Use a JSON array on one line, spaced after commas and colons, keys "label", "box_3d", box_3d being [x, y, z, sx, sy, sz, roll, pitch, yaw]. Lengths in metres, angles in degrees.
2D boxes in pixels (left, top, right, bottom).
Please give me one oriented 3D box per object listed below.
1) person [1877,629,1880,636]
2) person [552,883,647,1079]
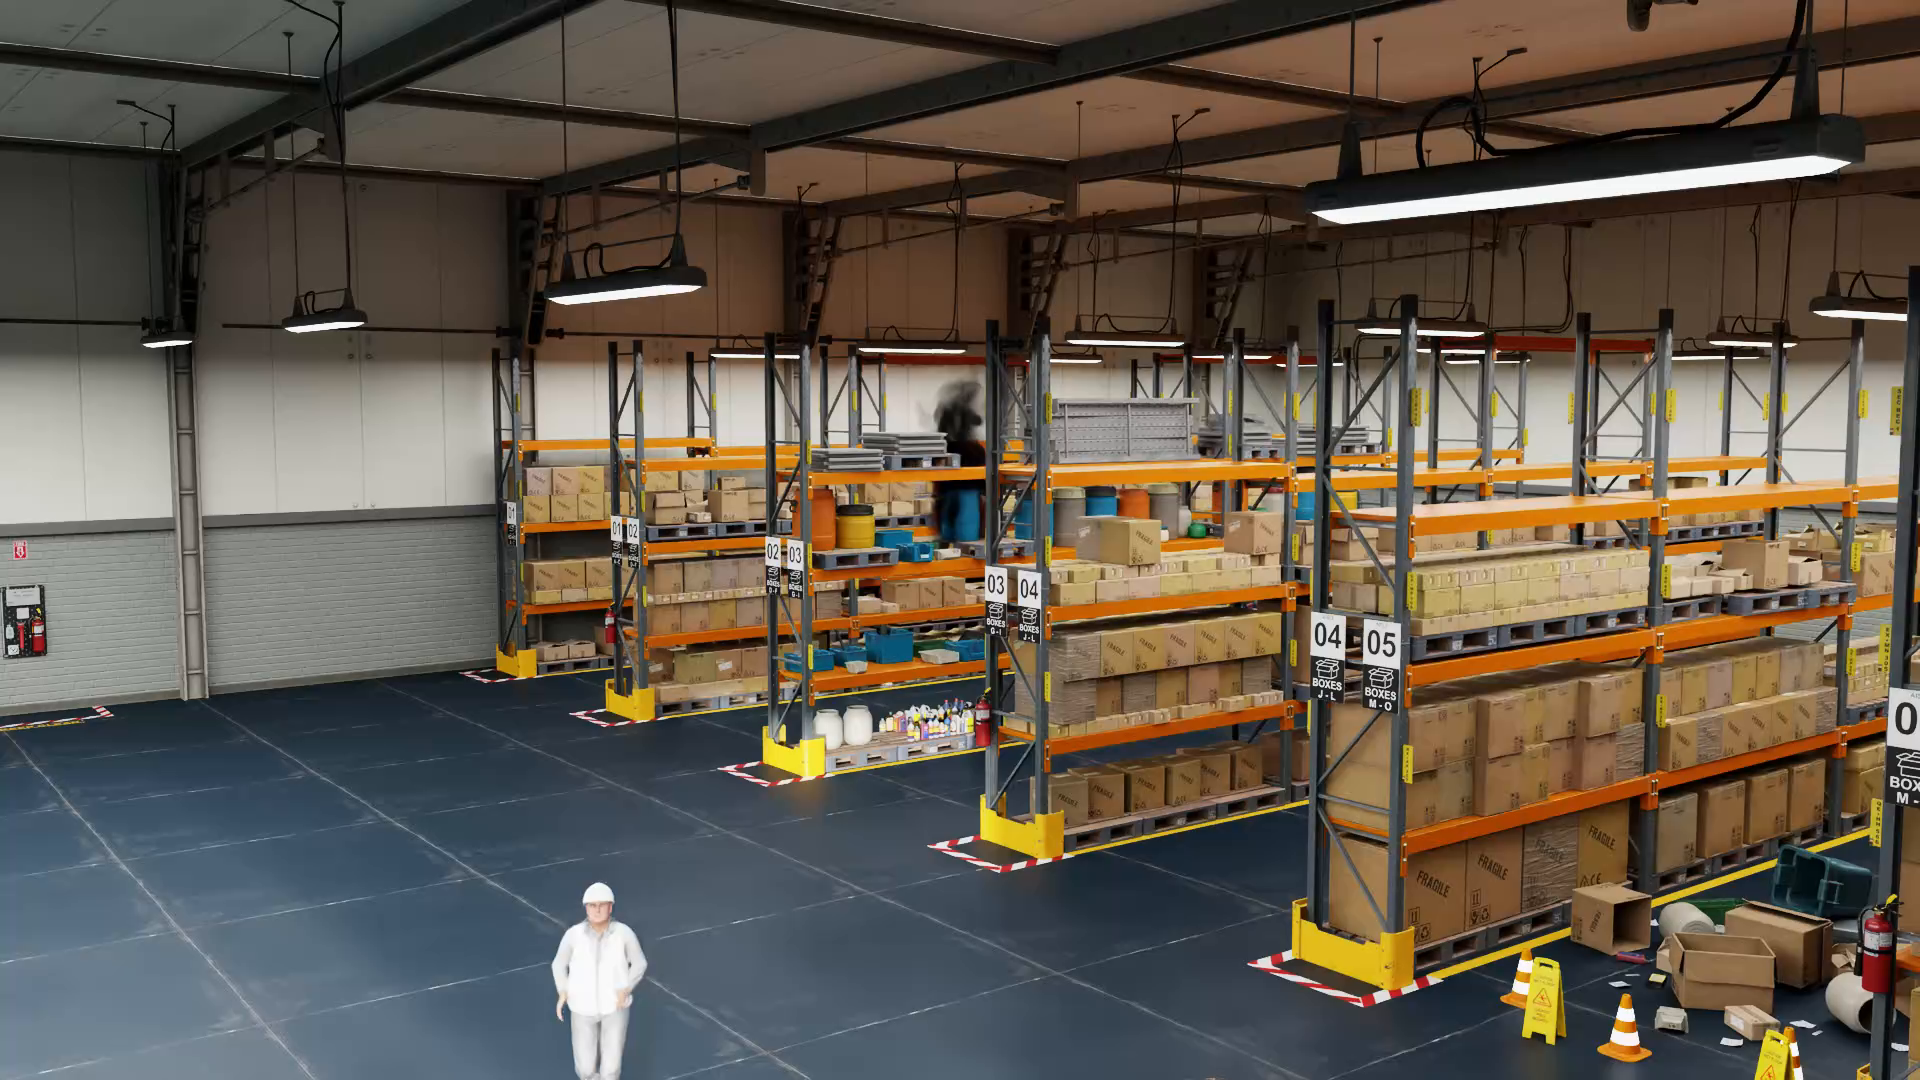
[{"label": "person", "box_3d": [13.761, 2.155, 24.898, 0.872, 1.685, 0.583, -3, 6, -32]}, {"label": "person", "box_3d": [-2.547, 3.279, 11.765, 0.665, 1.729, 0.583, -1, 5, -9]}]
